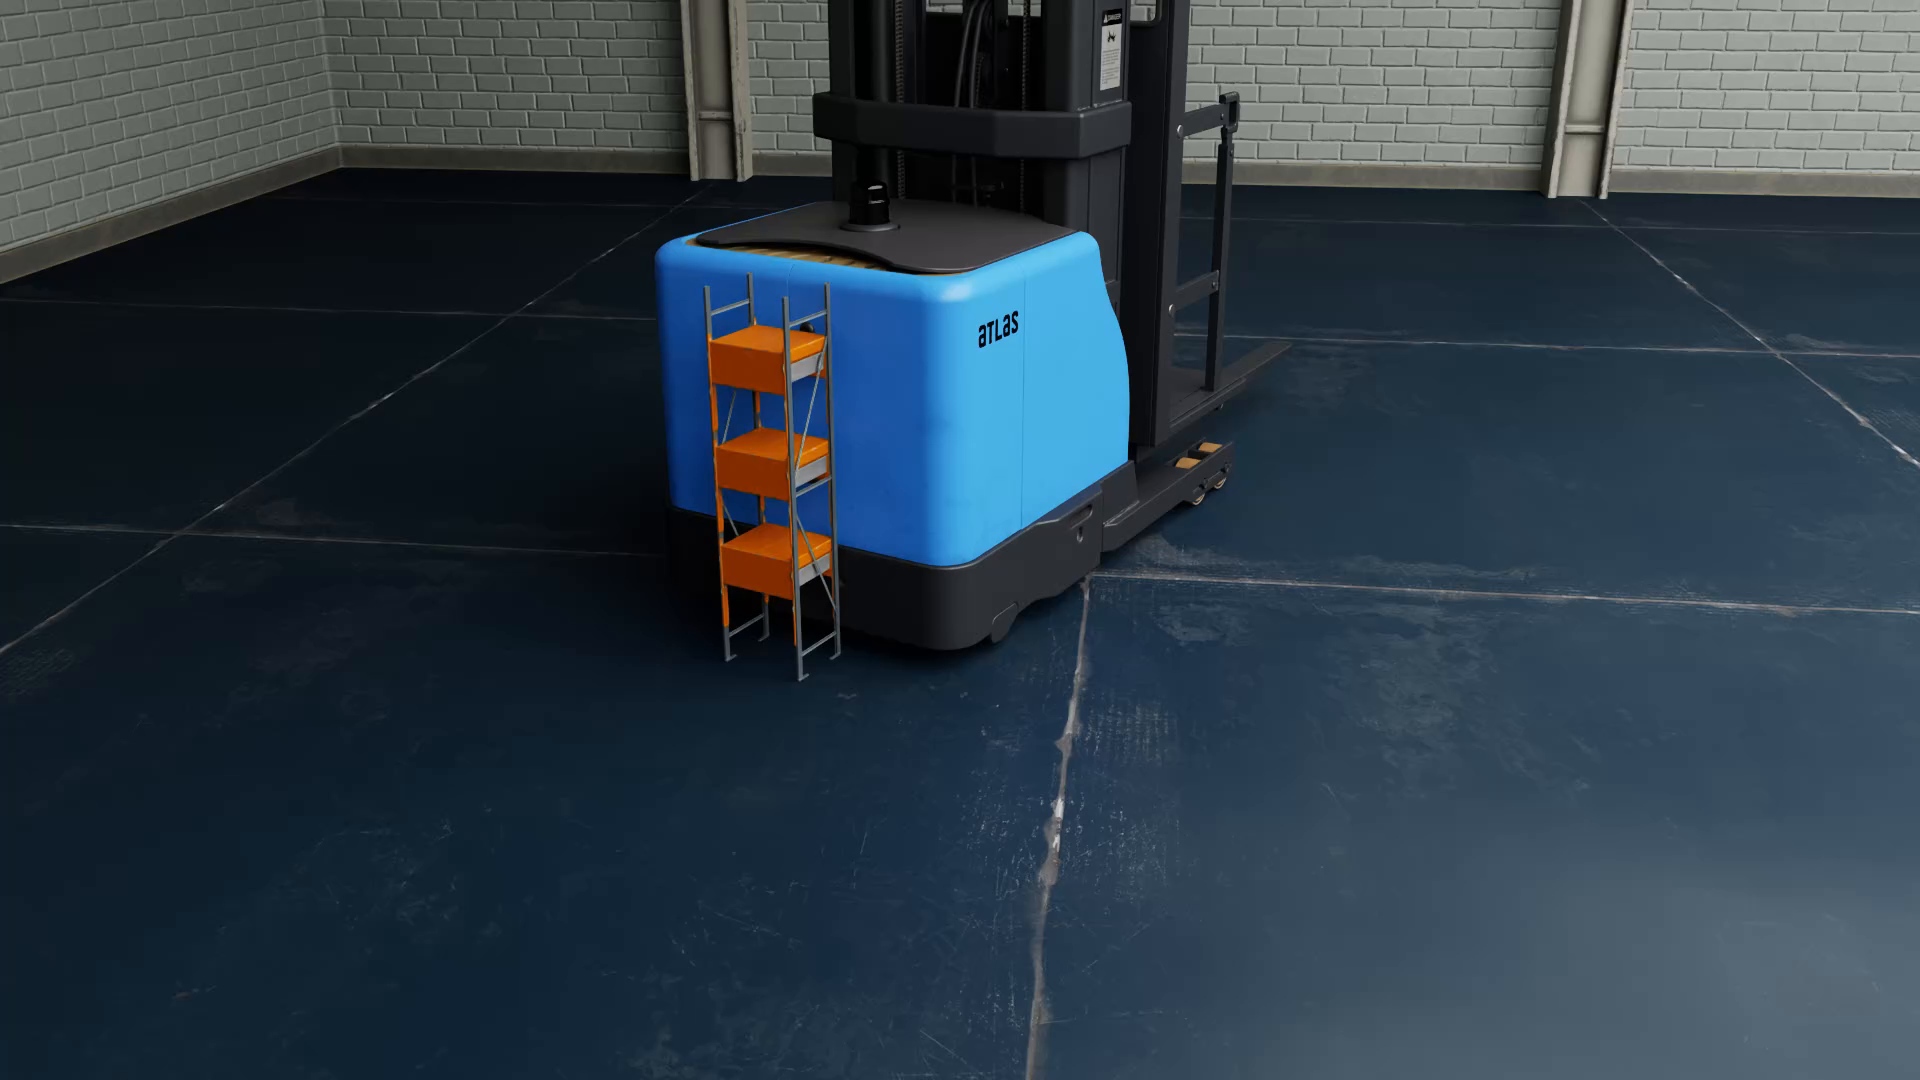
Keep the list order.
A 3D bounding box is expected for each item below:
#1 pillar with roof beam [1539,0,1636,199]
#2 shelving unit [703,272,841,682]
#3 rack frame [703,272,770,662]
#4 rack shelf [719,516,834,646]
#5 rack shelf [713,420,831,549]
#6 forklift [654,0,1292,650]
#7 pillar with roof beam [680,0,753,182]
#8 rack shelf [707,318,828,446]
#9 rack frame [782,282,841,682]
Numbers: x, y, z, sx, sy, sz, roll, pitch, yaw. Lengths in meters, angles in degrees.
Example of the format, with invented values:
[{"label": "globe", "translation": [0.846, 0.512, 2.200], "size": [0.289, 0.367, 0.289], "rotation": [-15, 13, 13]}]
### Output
[{"label": "pillar with roof beam", "translation": [3.718, -4.998, 5.842], "size": [0.400, 9.000, 9.100], "rotation": [2, 22, 6]}, {"label": "shelving unit", "translation": [-0.491, -0.161, 4.419], "size": [0.252, 1.050, 0.215], "rotation": [12, 25, 28]}, {"label": "rack frame", "translation": [-0.597, -0.183, 4.475], "size": [0.008, 1.050, 0.200], "rotation": [12, 25, 28]}, {"label": "rack shelf", "translation": [-0.491, 0.107, 4.525], "size": [0.240, 0.259, 0.215], "rotation": [12, 25, 28]}, {"label": "rack shelf", "translation": [-0.491, -0.151, 4.423], "size": [0.240, 0.259, 0.215], "rotation": [12, 25, 28]}, {"label": "forklift", "translation": [0.318, -1.560, 5.398], "size": [1.130, 2.935, 3.031], "rotation": [12, 25, 28]}, {"label": "pillar with roof beam", "translation": [-2.240, -5.257, 6.498], "size": [0.400, 9.000, 9.100], "rotation": [2, 22, 6]}, {"label": "rack shelf", "translation": [-0.491, -0.415, 4.319], "size": [0.240, 0.259, 0.215], "rotation": [12, 25, 28]}, {"label": "rack frame", "translation": [-0.385, -0.139, 4.362], "size": [0.008, 1.050, 0.200], "rotation": [12, 25, 28]}]
